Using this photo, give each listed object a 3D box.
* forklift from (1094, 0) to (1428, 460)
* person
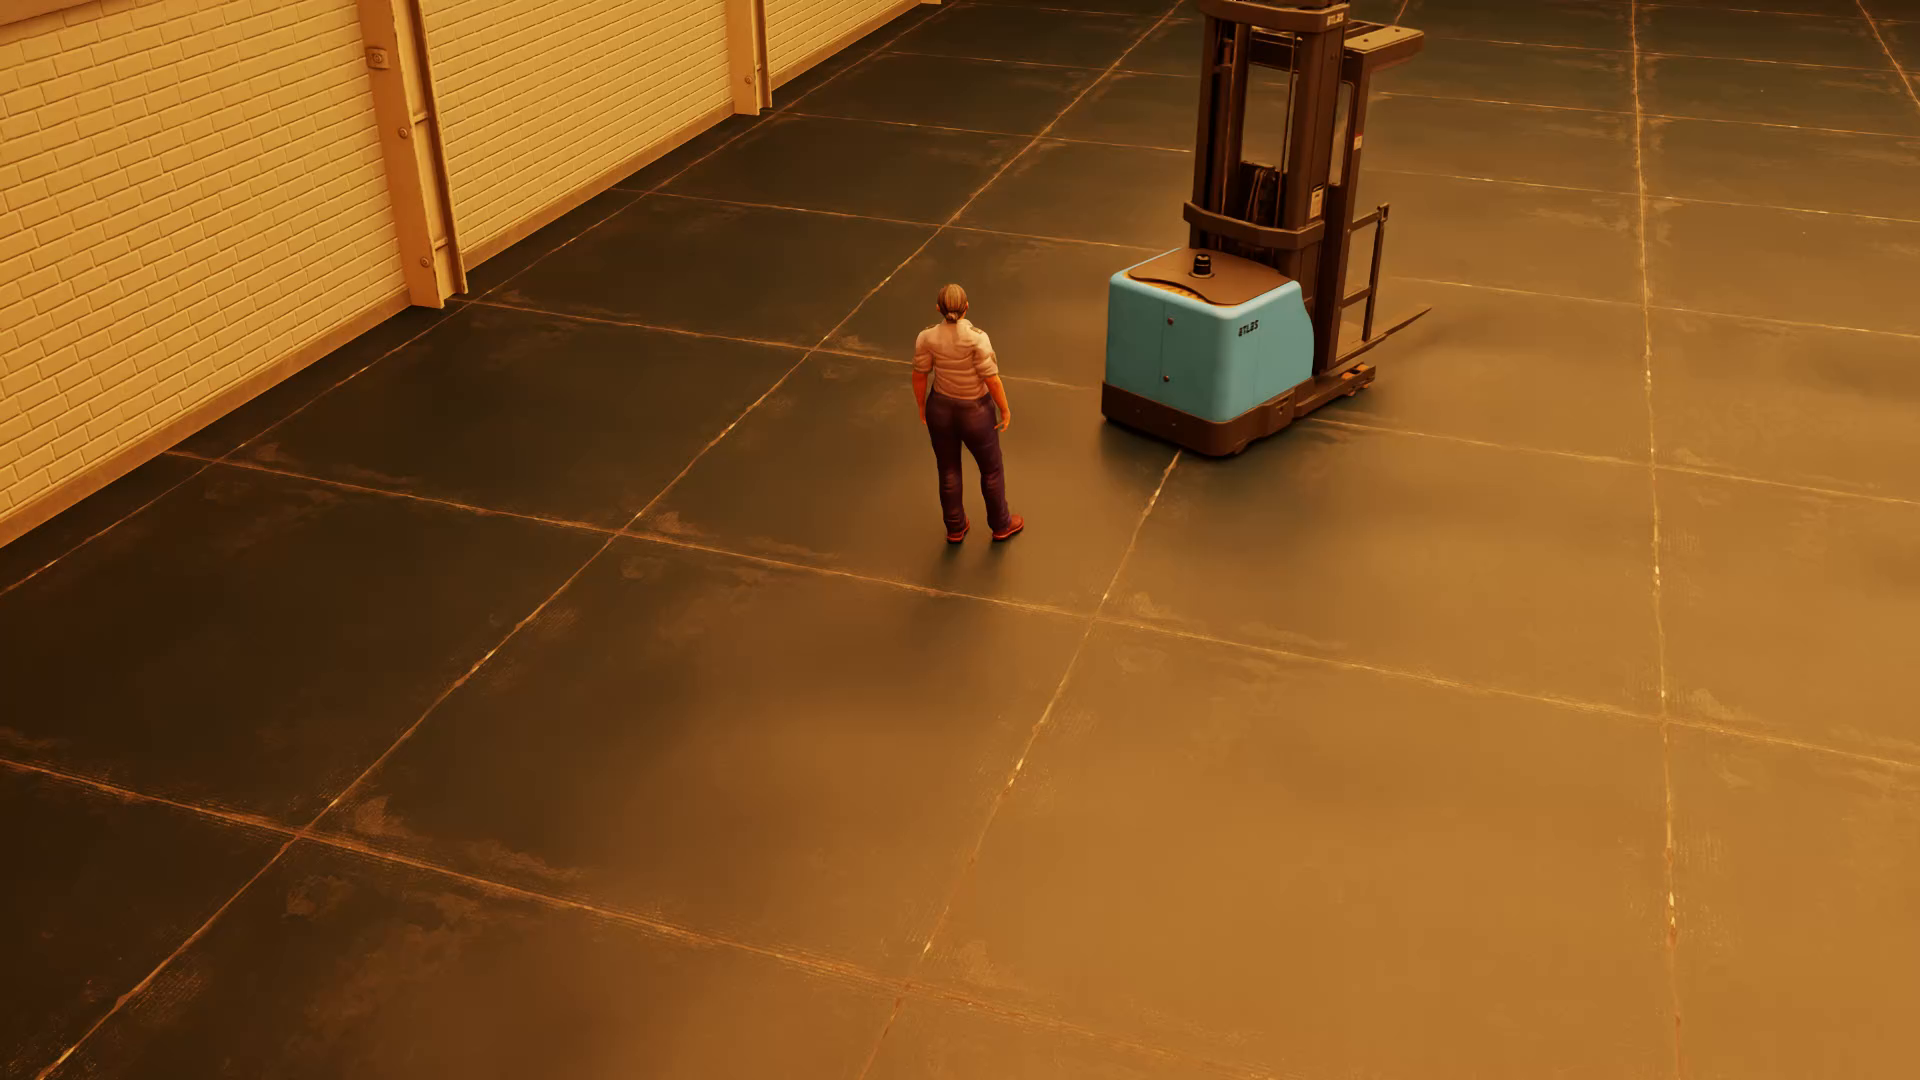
[{"bbox_3d":[2.306,-2.433,11.405,1.130,2.935,3.031,25,38,37],"label":"forklift"},{"bbox_3d":[0.050,-0.760,9.752,0.599,1.650,0.503,10,31,16],"label":"person"}]
